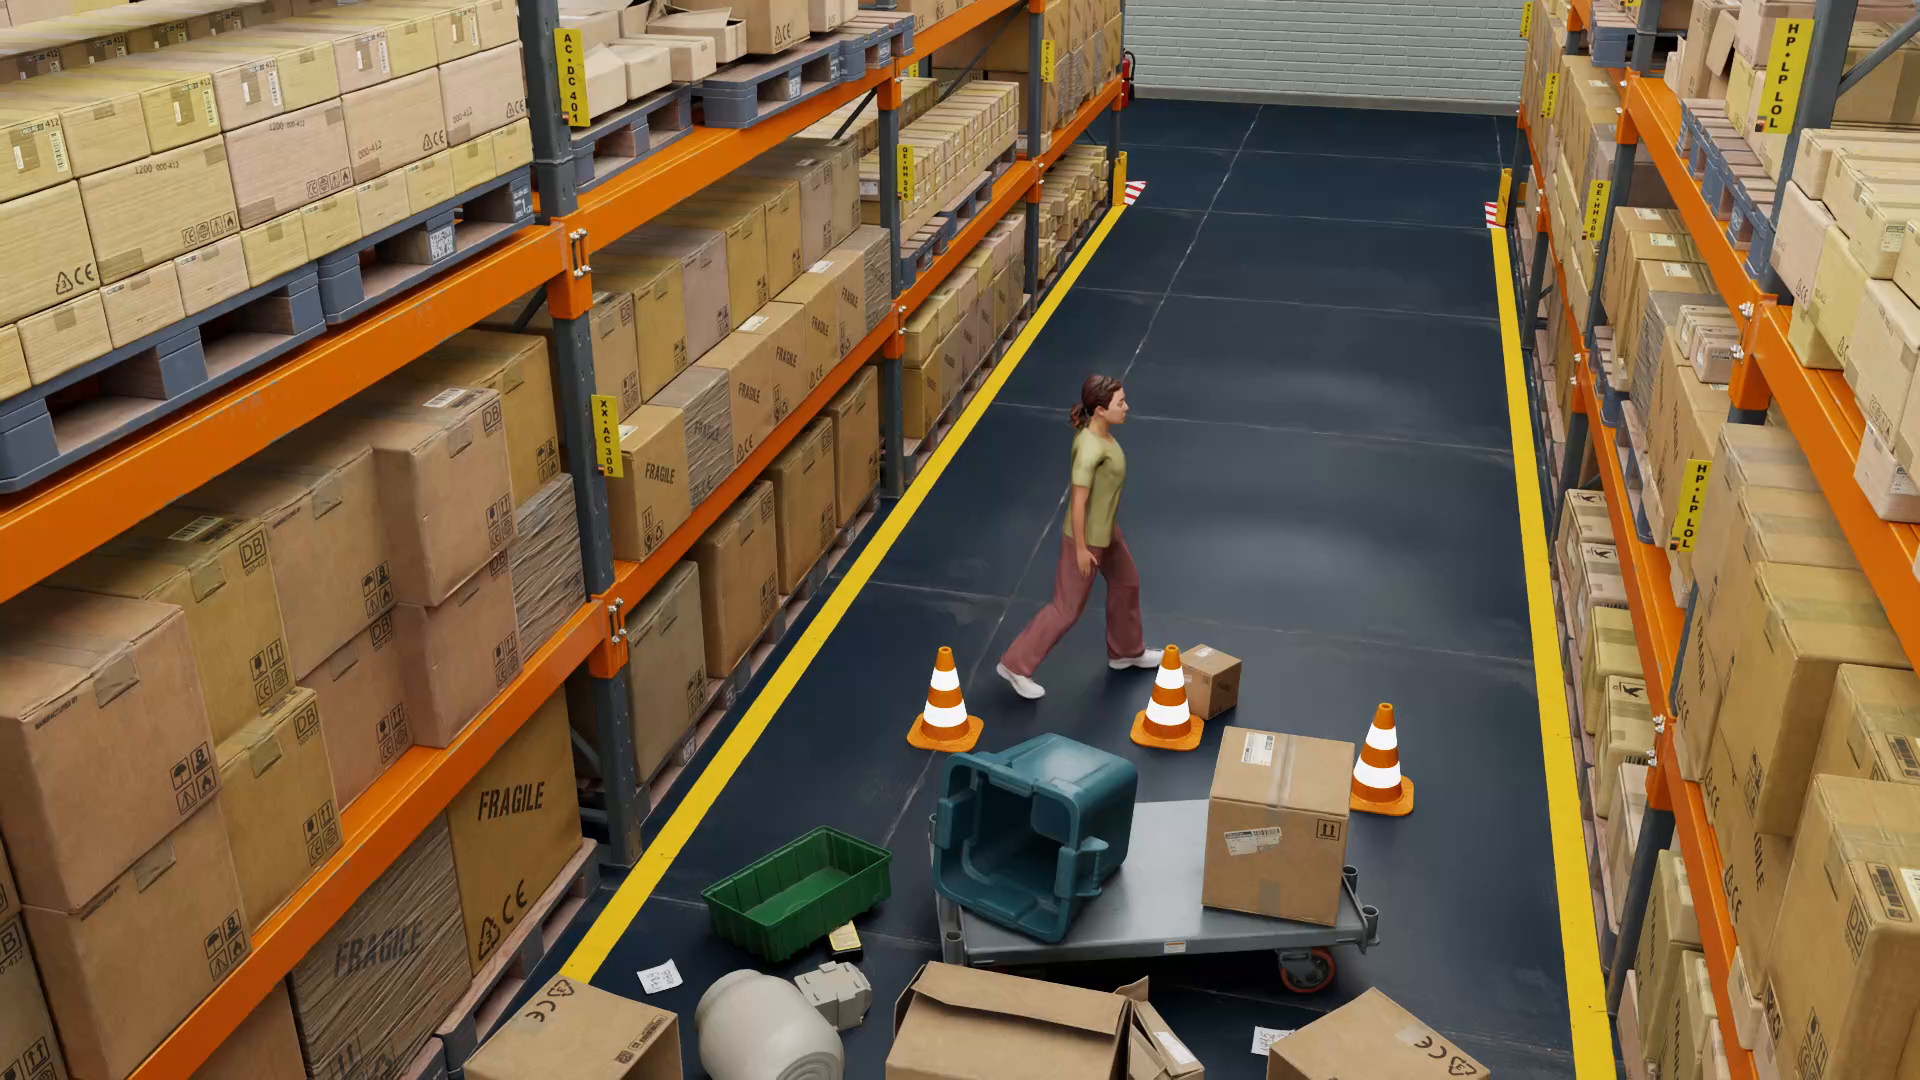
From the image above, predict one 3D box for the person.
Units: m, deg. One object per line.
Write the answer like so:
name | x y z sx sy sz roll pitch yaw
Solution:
person | 0.624 -0.016 8.177 0.850 1.627 0.573 4 26 9
